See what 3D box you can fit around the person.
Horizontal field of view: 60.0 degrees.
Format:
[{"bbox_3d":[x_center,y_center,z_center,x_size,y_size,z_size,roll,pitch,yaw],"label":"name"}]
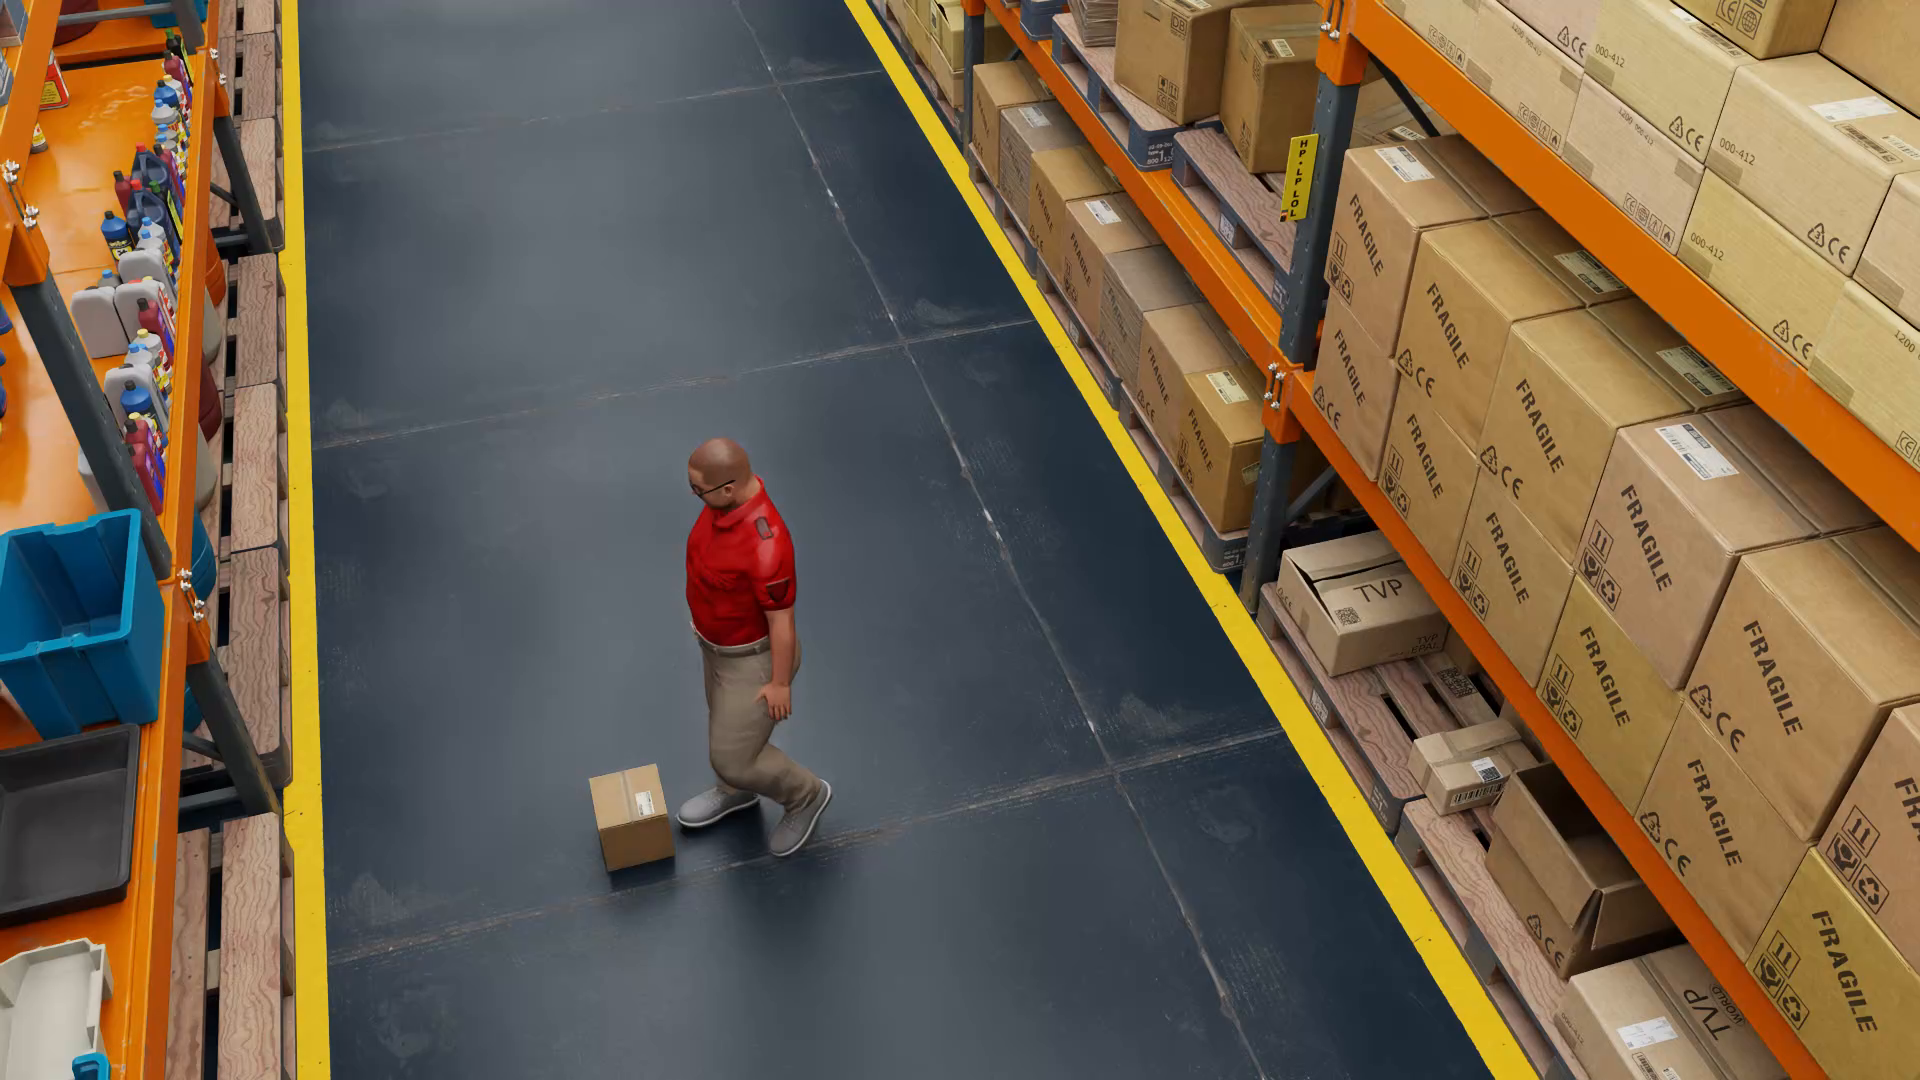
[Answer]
[{"bbox_3d":[-0.799,0.381,5.724,0.534,1.725,0.571,-16,44,-17],"label":"person"}]
